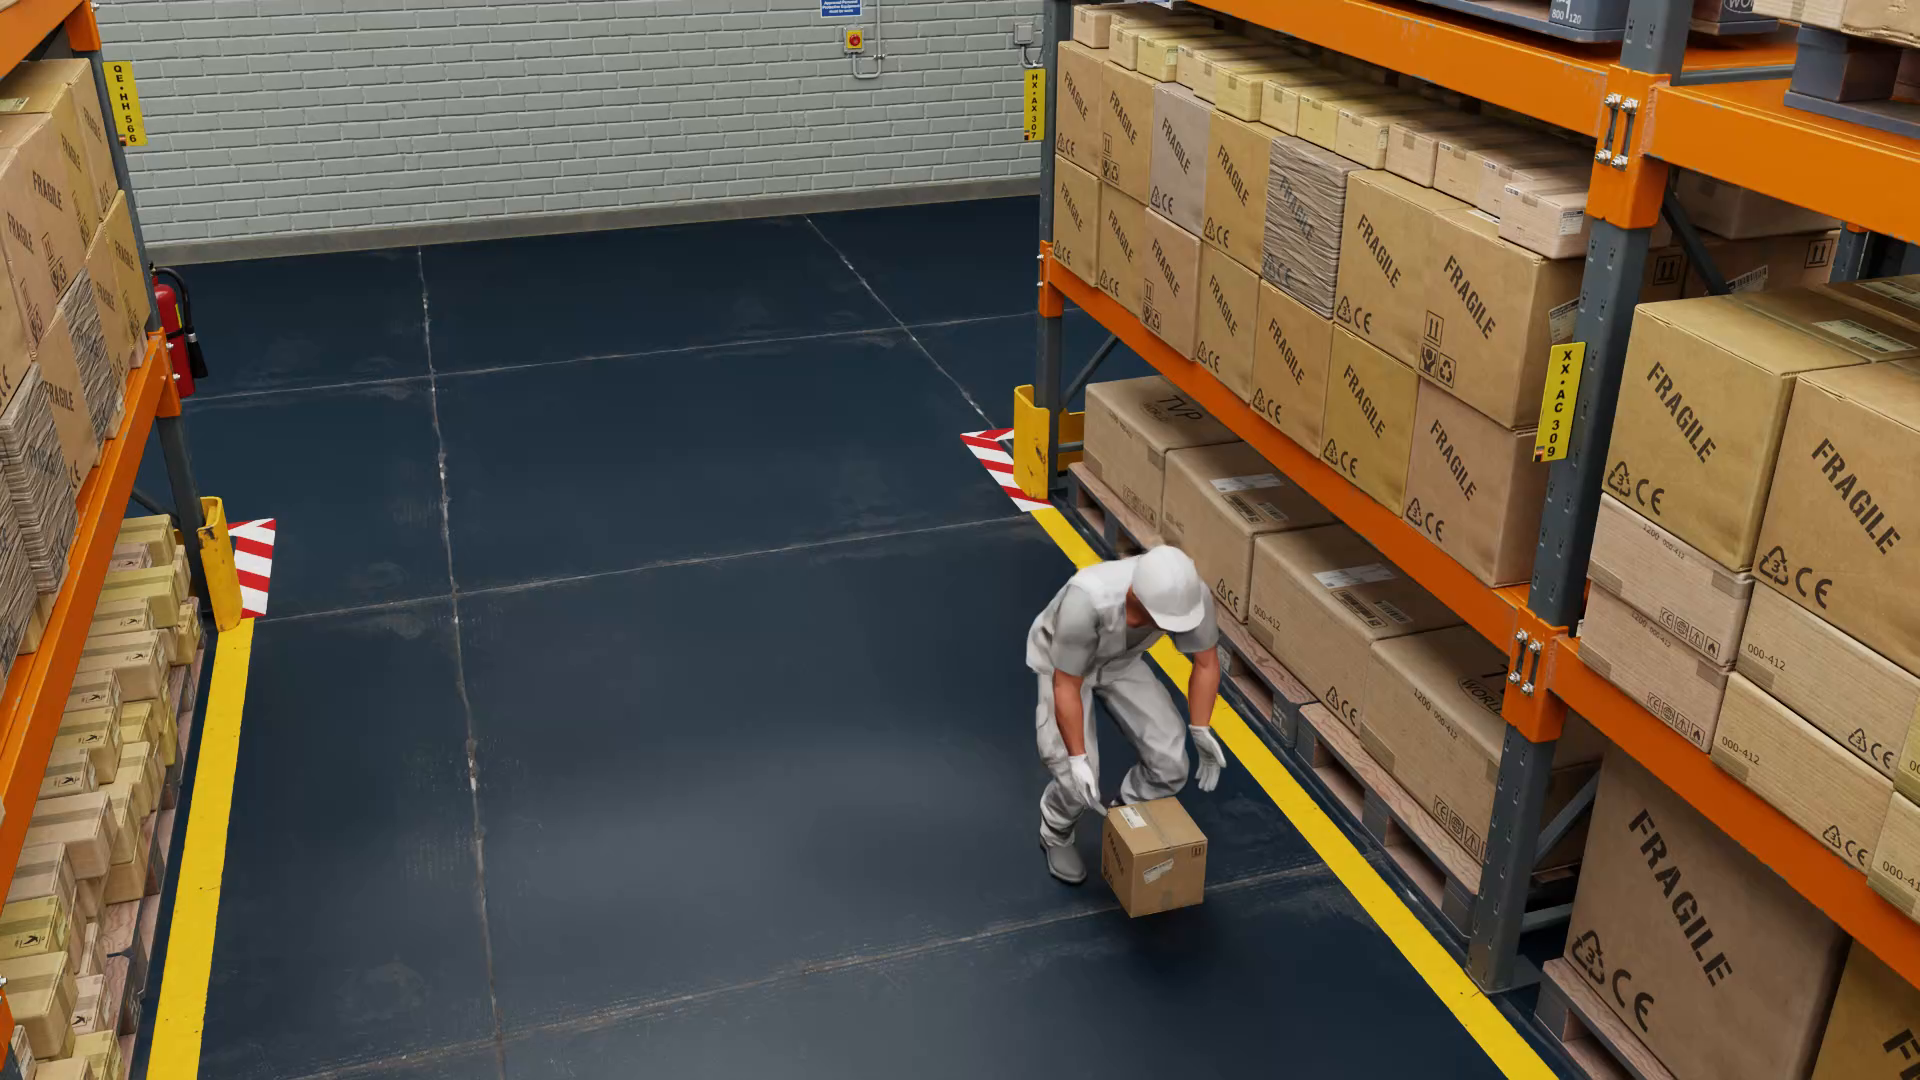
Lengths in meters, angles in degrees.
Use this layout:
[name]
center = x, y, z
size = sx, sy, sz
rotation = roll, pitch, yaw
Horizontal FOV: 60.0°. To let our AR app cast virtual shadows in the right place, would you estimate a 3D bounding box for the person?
[person]
center = 0.542, 0.526, 5.507
size = 0.585, 1.354, 0.793
rotation = -8, 27, -16
